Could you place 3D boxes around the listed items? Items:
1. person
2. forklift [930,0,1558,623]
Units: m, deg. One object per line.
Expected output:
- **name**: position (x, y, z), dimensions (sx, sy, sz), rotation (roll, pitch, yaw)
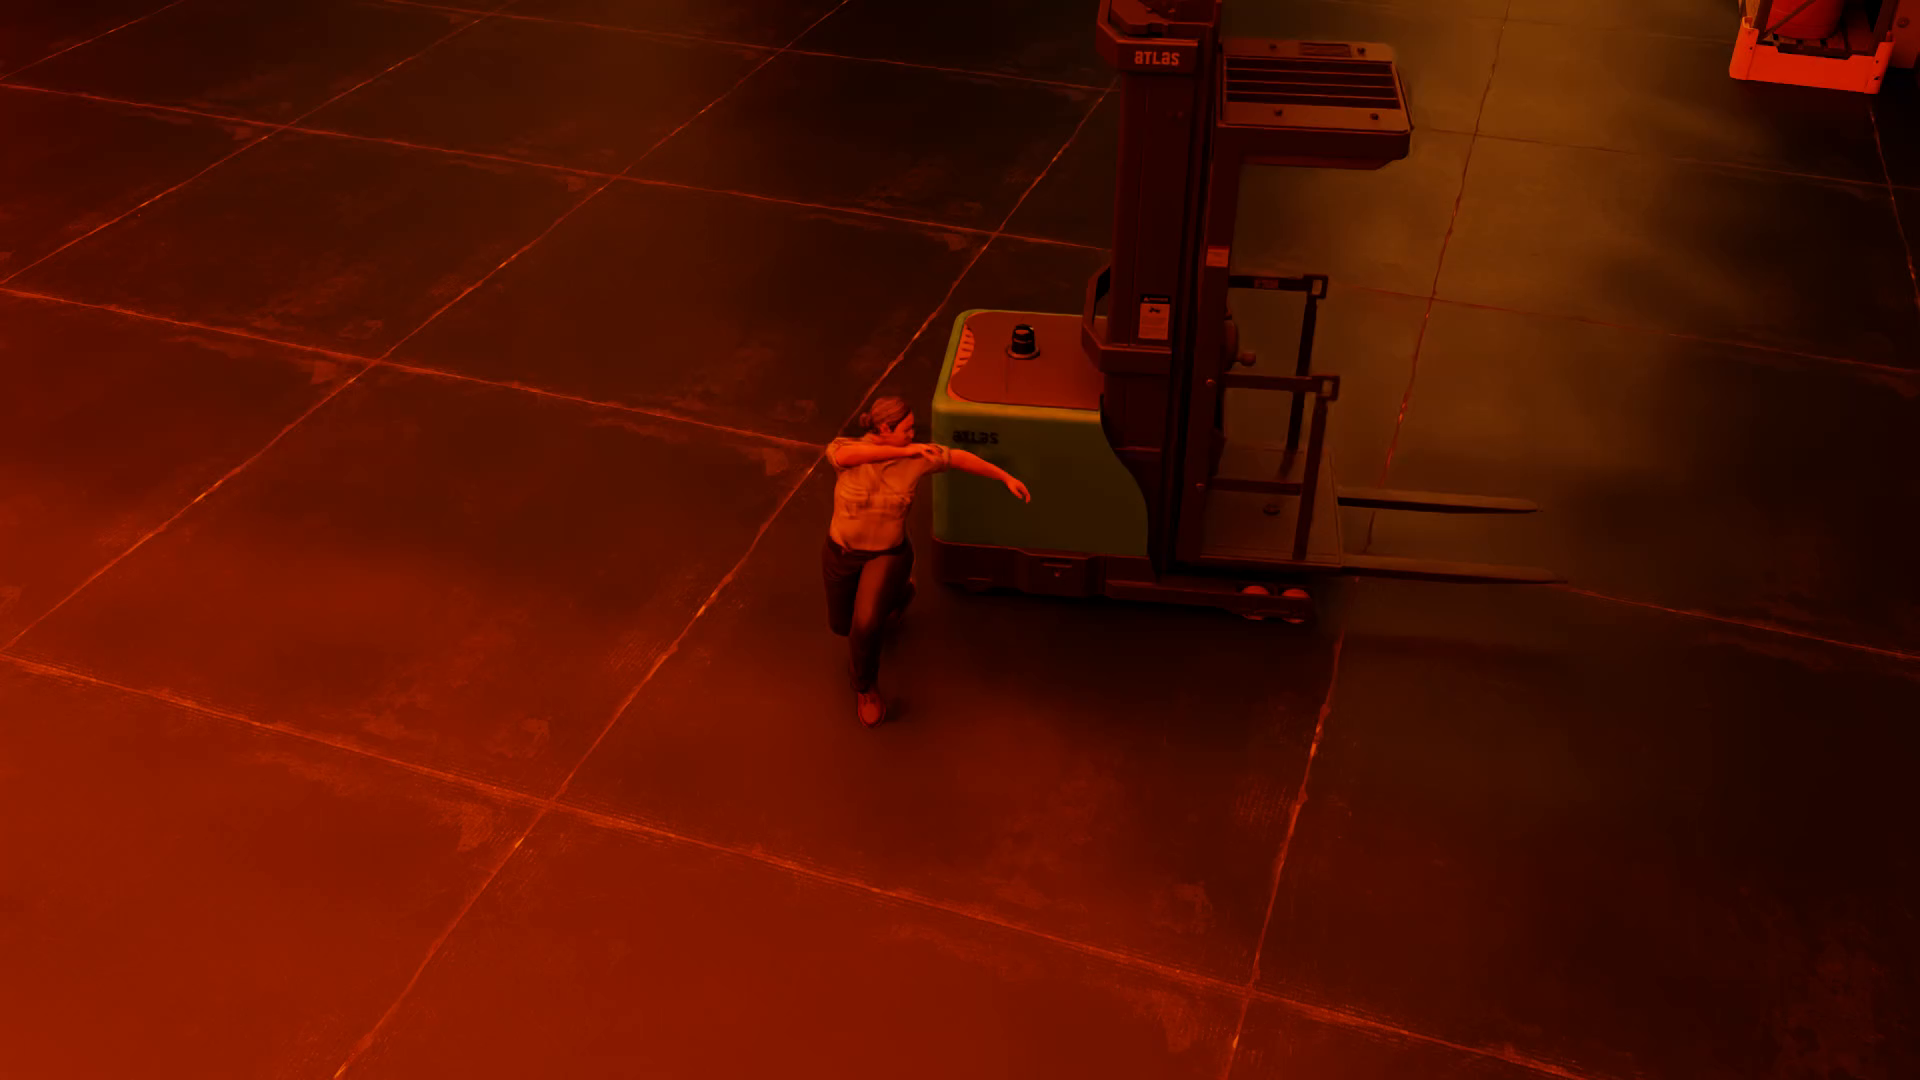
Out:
- **person**: position (-0.168, 0.044, 7.414), dimensions (0.913, 1.366, 0.923), rotation (4, 36, 5)
- **forklift**: position (1.411, -1.121, 7.691), dimensions (3.031, 2.935, 1.130), rotation (4, 36, 6)
